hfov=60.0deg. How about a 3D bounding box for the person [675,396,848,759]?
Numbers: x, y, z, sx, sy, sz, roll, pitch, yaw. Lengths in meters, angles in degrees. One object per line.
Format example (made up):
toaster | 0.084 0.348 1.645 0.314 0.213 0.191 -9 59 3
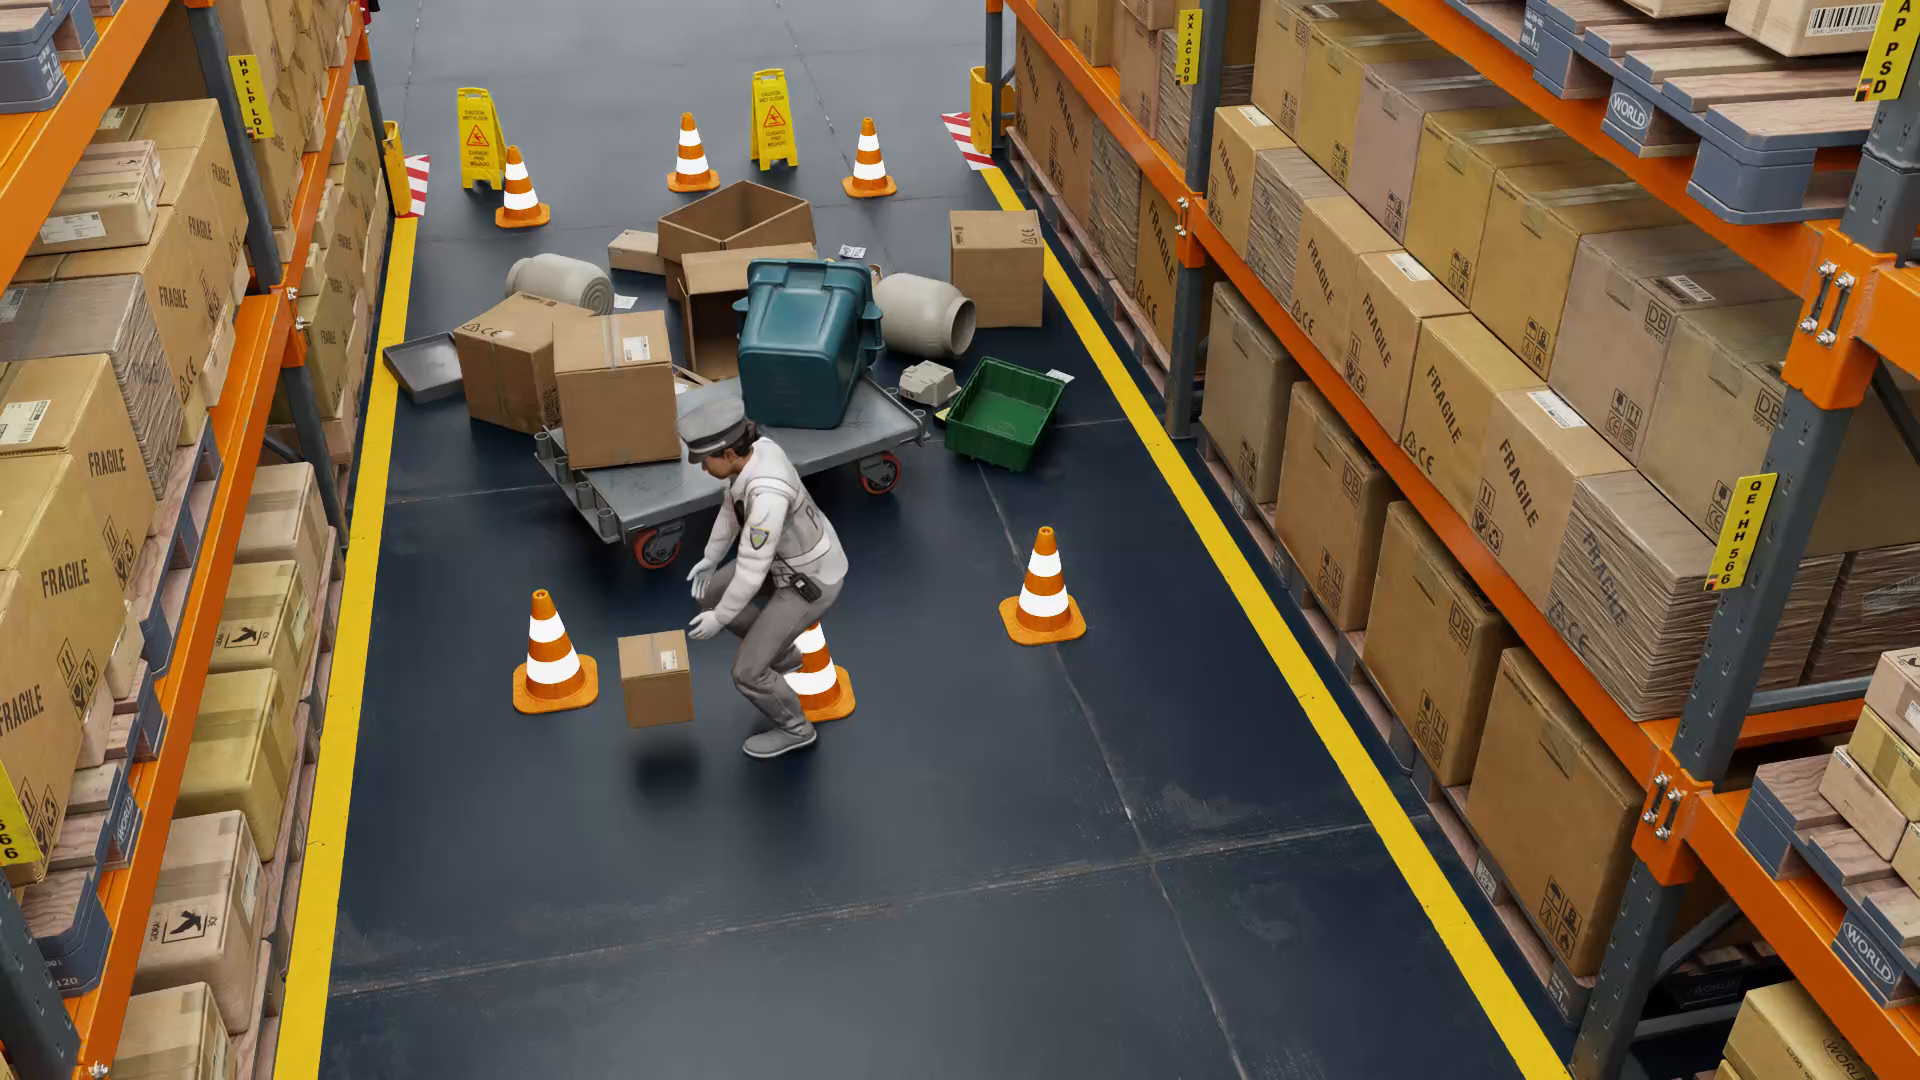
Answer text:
person | -0.713 0.146 6.095 0.609 1.484 0.533 -7 35 -10
